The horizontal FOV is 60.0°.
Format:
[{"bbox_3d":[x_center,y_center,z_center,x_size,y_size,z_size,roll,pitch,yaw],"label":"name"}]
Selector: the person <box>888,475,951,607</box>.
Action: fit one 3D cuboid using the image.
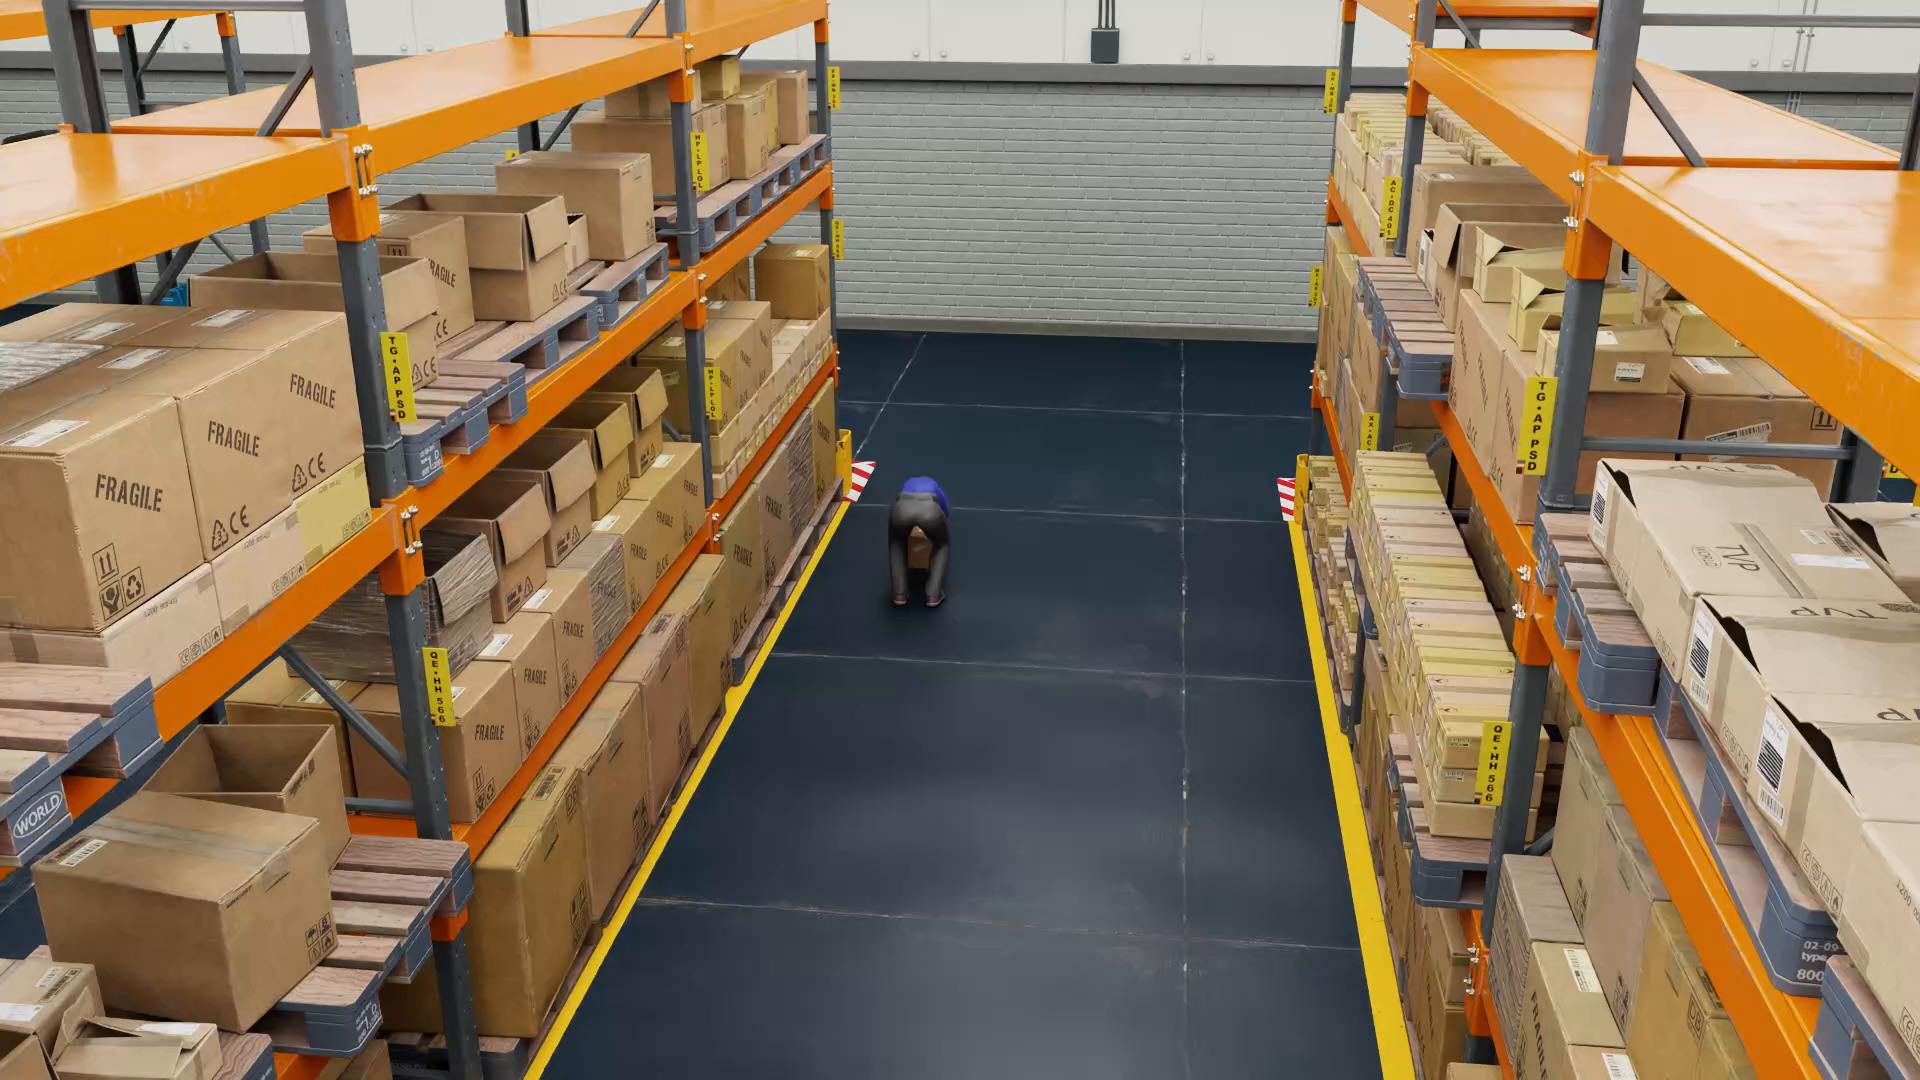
[{"bbox_3d":[-0.294,-0.040,12.234,0.462,0.904,0.869,1,21,4],"label":"person"}]
